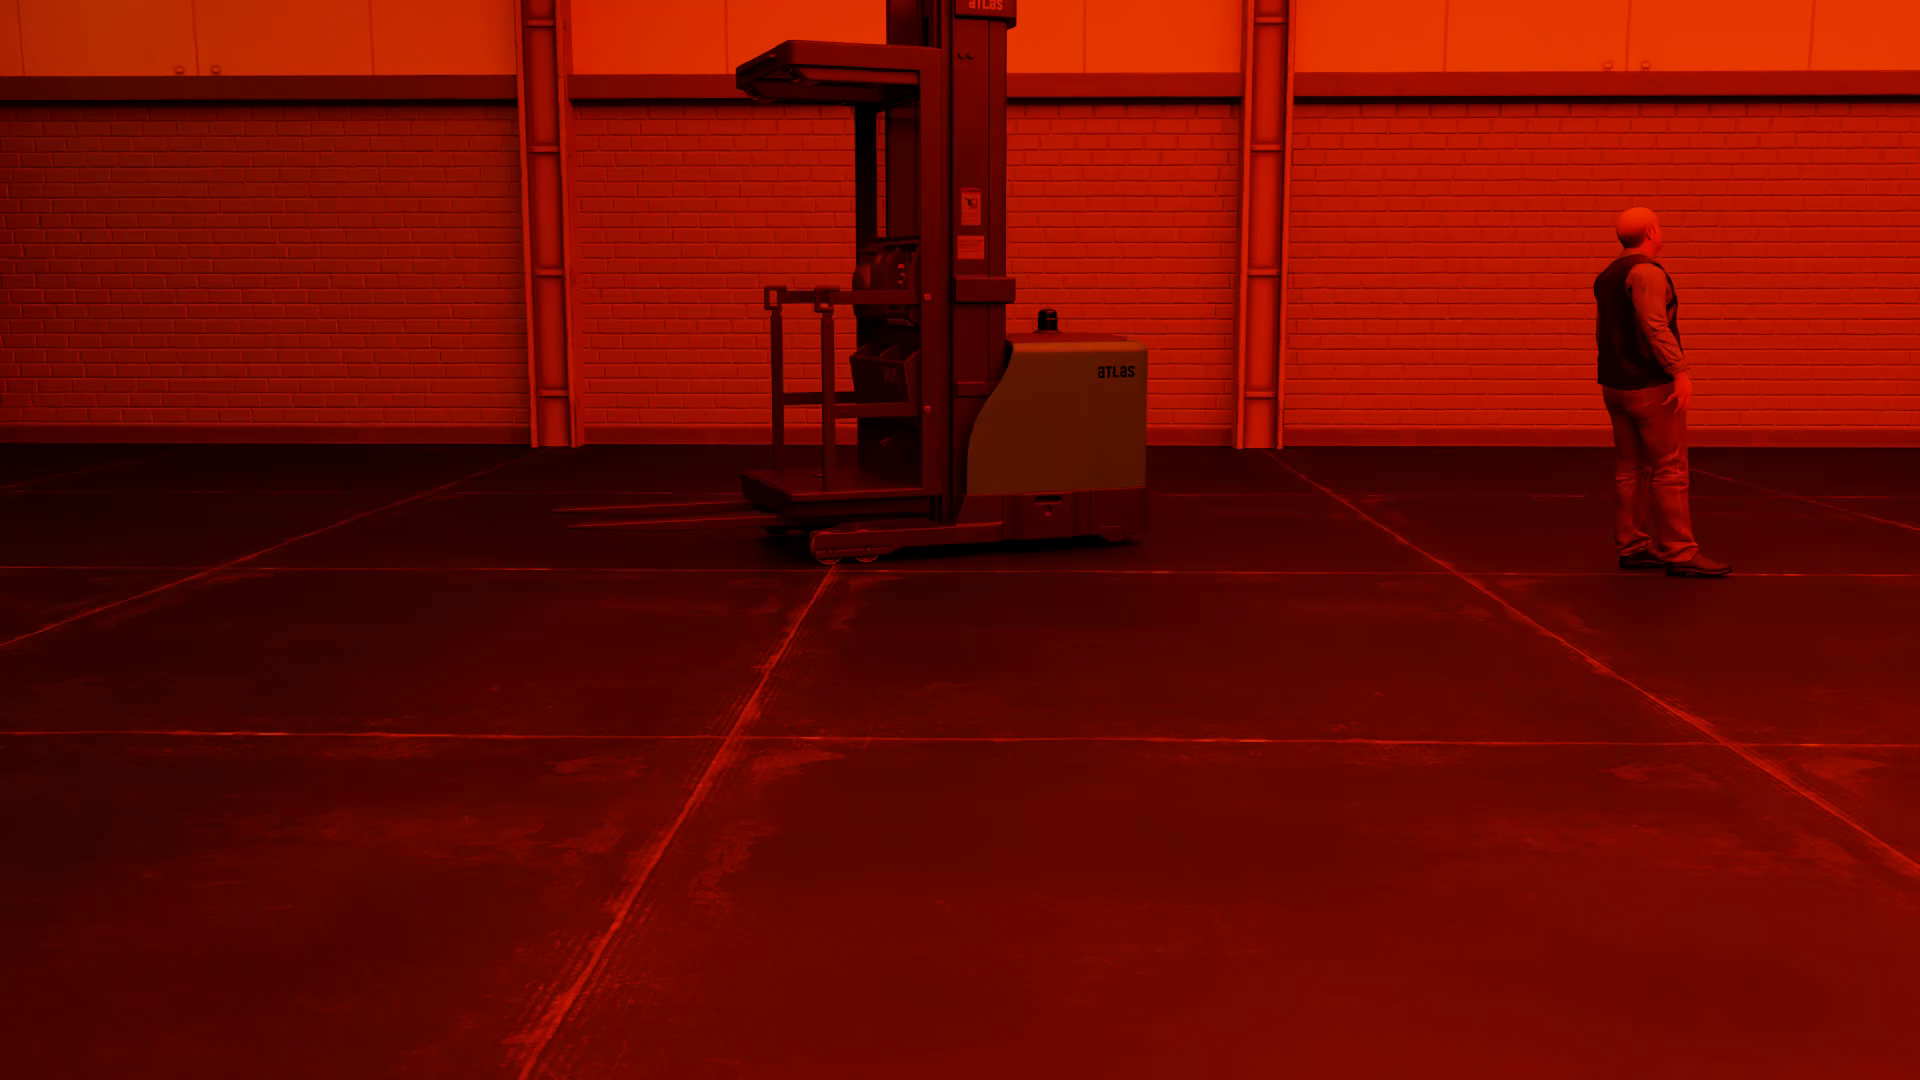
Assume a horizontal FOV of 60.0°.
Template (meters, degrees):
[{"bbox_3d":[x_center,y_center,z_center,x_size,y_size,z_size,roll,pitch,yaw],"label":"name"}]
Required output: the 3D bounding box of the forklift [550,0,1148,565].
[{"bbox_3d":[-0.569,-1.416,8.568,3.031,2.935,1.130,-3,9,-20],"label":"forklift"}]

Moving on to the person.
[{"bbox_3d":[3.339,-0.720,7.968,0.569,1.720,0.632,-1,9,-6],"label":"person"}]
